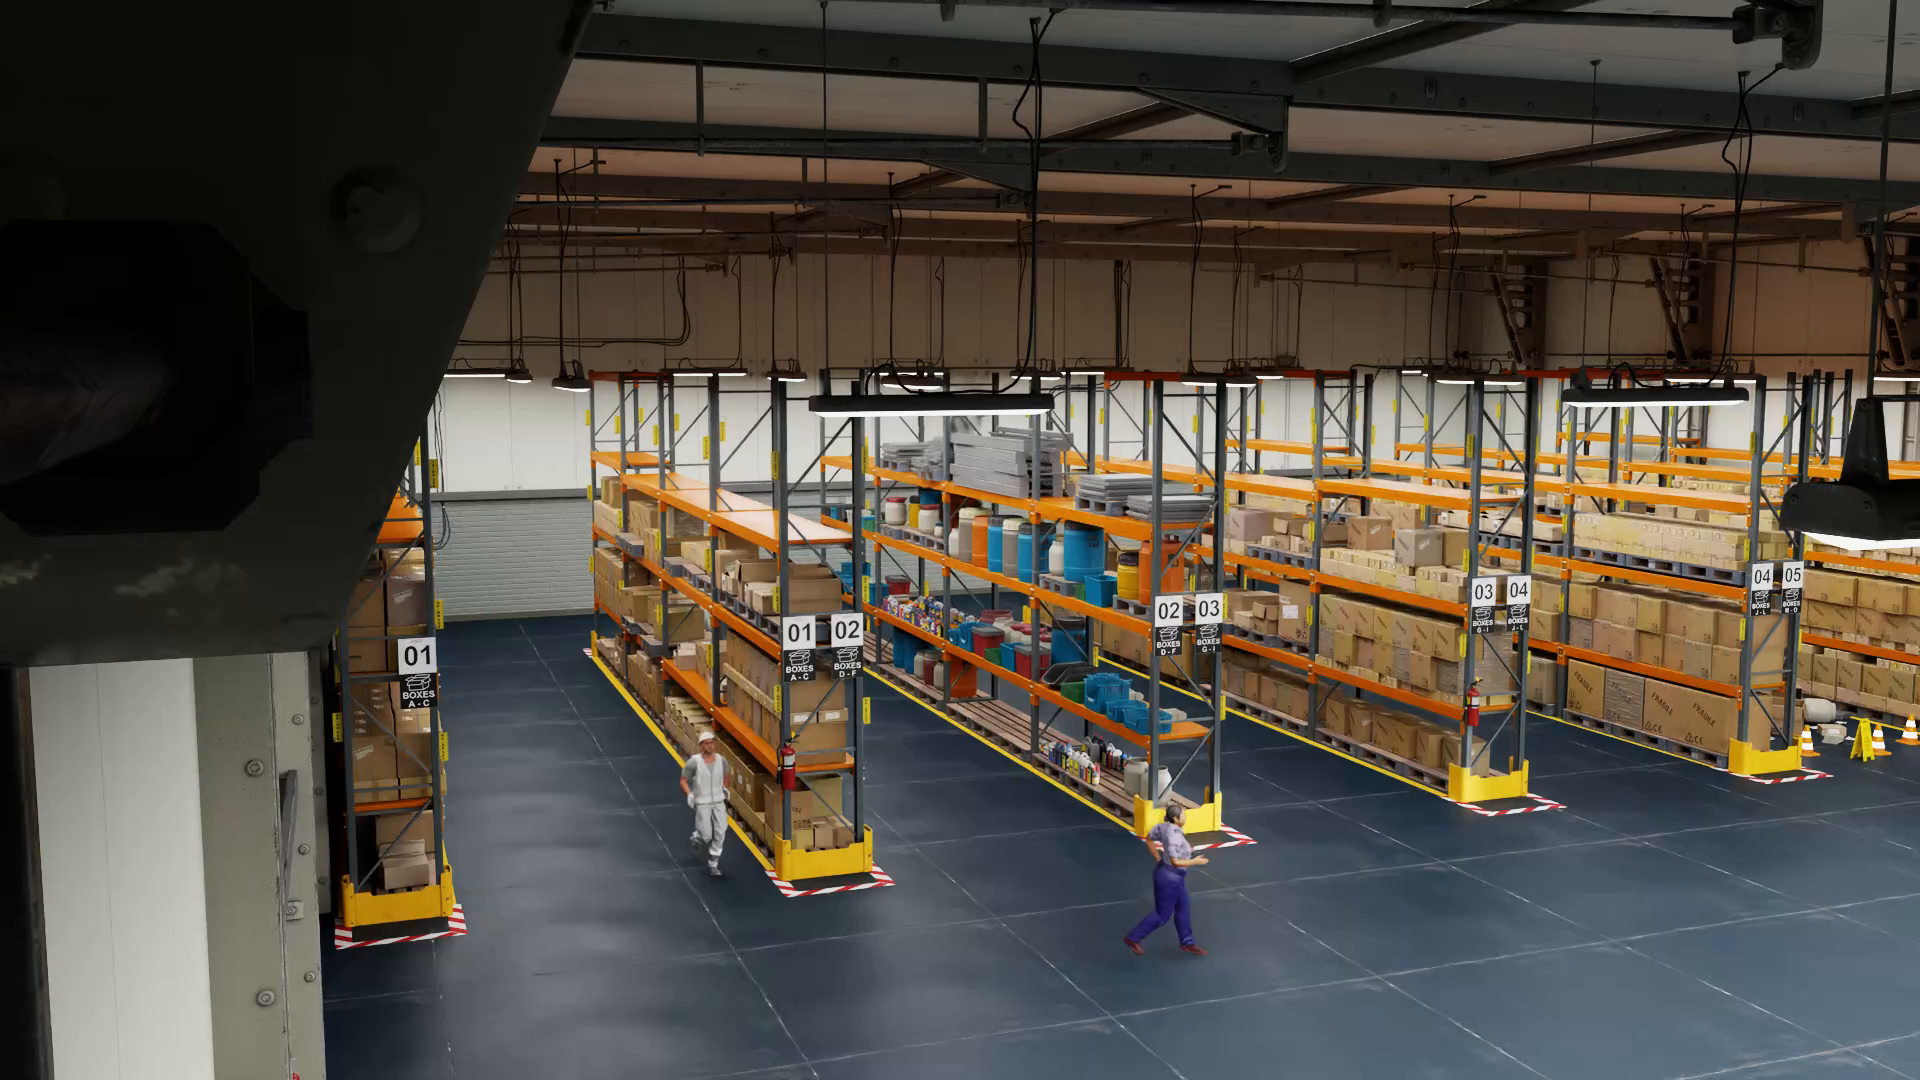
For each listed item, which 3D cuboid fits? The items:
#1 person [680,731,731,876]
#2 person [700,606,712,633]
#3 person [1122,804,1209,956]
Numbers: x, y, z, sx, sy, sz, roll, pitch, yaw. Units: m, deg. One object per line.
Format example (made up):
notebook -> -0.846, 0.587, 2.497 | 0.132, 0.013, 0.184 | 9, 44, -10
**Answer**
person -> -3.070, 3.202, 20.328 | 0.646, 1.728, 0.661 | -3, 7, -27
person -> -5.507, 1.544, 35.811 | 0.584, 1.624, 0.614 | 5, 8, 37
person -> 2.155, 3.572, 17.399 | 0.925, 1.654, 0.577 | 0, 6, -2
